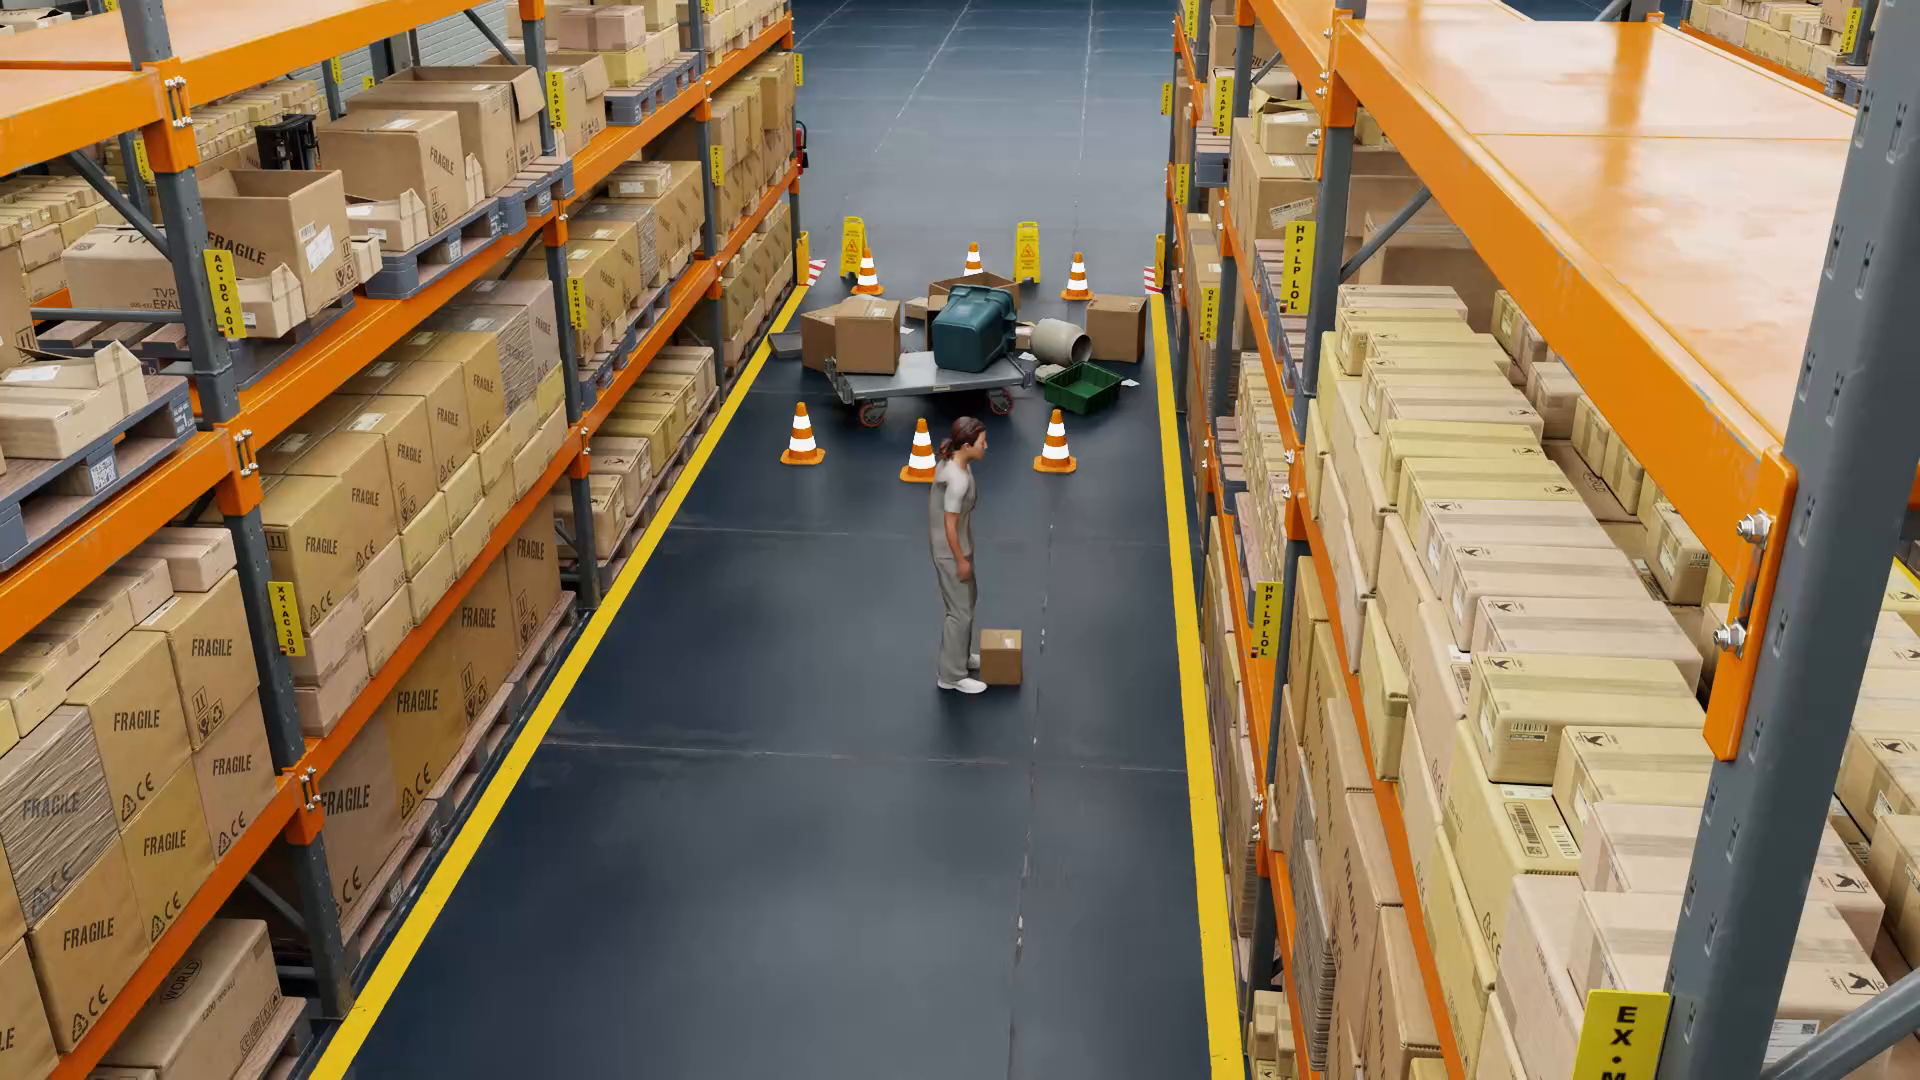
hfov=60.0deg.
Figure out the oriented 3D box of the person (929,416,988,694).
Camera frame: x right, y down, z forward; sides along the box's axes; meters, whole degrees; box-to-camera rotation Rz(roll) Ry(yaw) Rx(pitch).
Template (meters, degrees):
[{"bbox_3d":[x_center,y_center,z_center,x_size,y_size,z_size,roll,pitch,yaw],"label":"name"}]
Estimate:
[{"bbox_3d":[-0.004,0.066,9.852,0.361,1.672,0.493,1,25,2],"label":"person"}]
